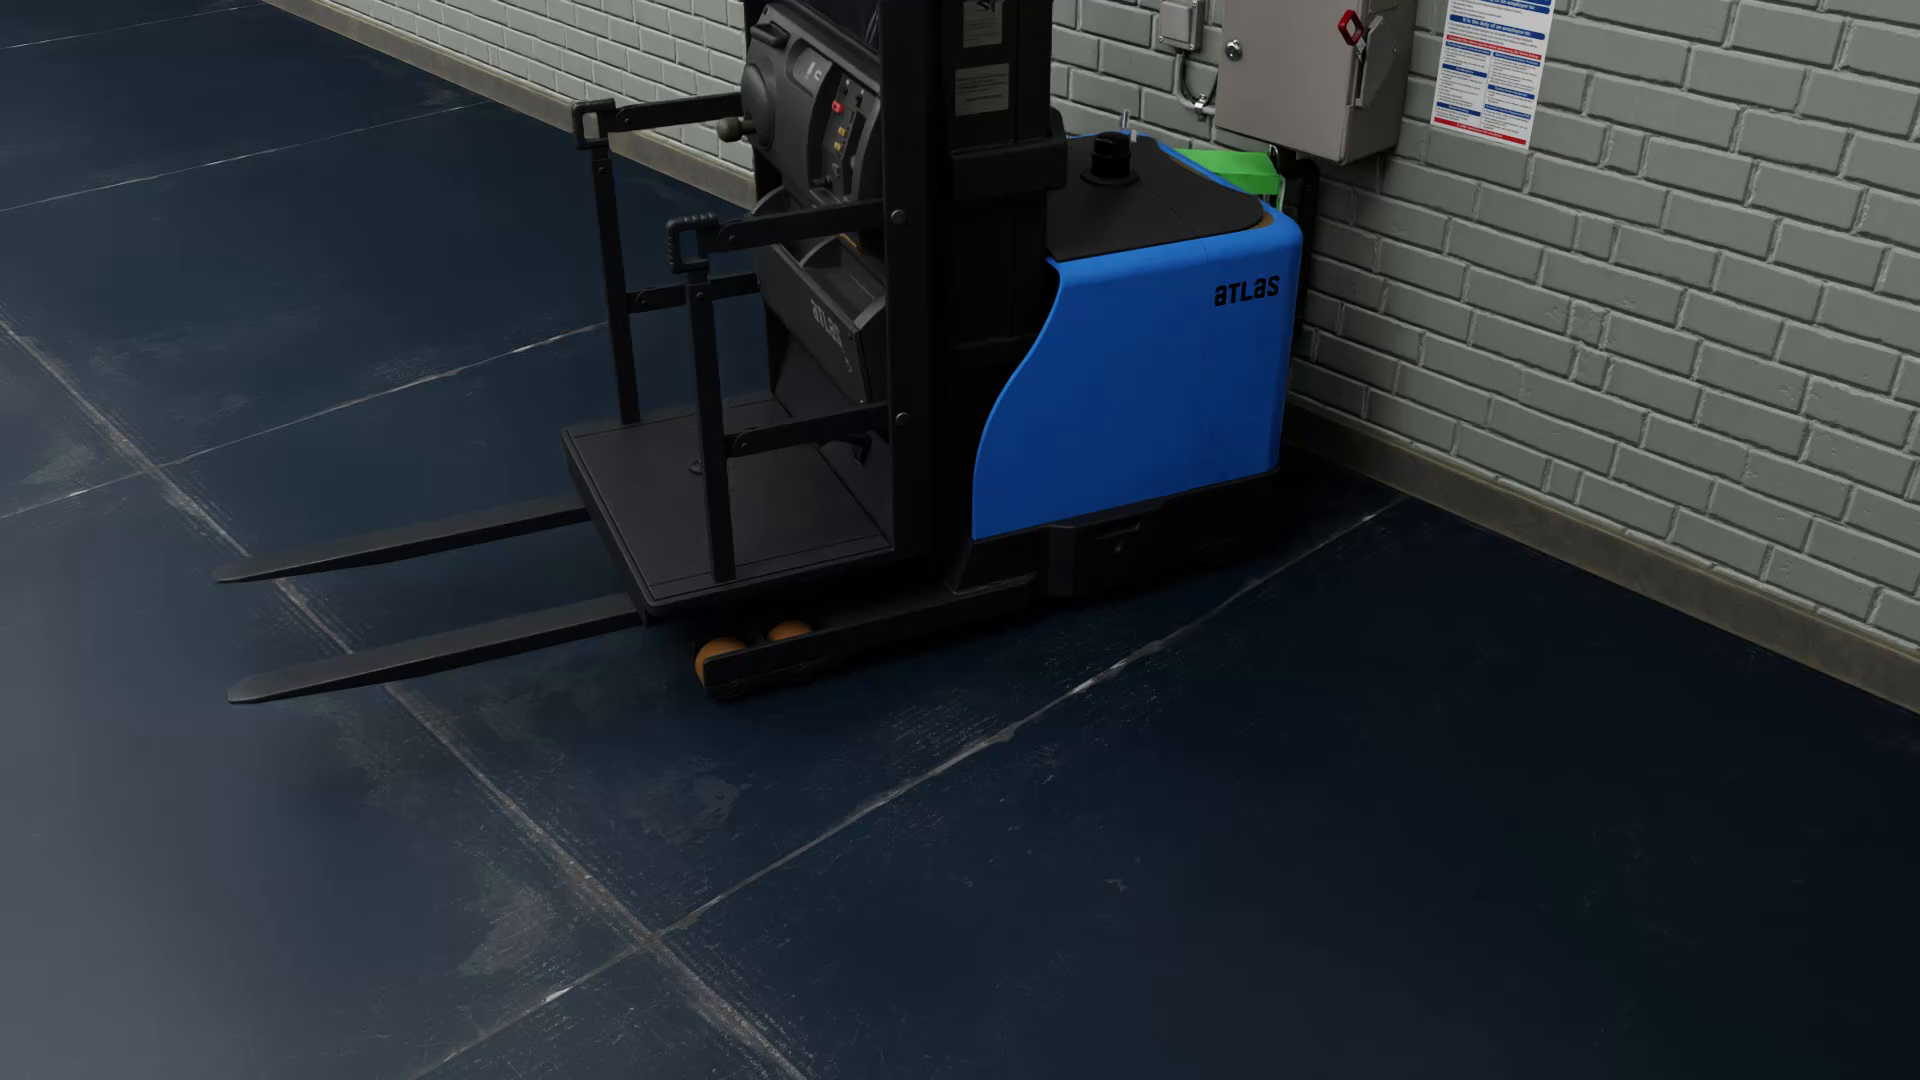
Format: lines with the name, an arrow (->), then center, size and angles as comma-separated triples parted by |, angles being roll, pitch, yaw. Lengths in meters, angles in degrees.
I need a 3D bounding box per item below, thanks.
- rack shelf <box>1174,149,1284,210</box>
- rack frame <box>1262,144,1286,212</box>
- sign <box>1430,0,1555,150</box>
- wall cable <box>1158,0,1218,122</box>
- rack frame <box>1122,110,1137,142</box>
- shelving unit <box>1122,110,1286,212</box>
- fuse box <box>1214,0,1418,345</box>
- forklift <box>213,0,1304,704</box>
rack shelf -> 0.774, -1.161, 5.365 | 0.480, 0.148, 0.258 | 2, 30, -2
rack frame -> 0.997, -0.793, 5.583 | 0.015, 1.200, 0.240 | 2, 30, -2
sign -> 1.517, -1.392, 4.742 | 0.001, 0.494, 0.329 | -26, 40, -35
wall cable -> 0.681, -2.298, 5.160 | 0.122, 1.984, 0.588 | -26, 40, -35
rack frame -> 0.510, -0.810, 5.563 | 0.015, 1.200, 0.240 | 2, 30, -2
shelving unit -> 0.753, -0.801, 5.573 | 0.503, 1.200, 0.258 | 2, 30, -2
fuse box -> 1.030, -0.998, 5.243 | 0.414, 1.711, 0.539 | -26, 40, -35
forklift -> -0.582, -1.133, 4.293 | 3.031, 2.935, 1.130 | -13, 34, -20
